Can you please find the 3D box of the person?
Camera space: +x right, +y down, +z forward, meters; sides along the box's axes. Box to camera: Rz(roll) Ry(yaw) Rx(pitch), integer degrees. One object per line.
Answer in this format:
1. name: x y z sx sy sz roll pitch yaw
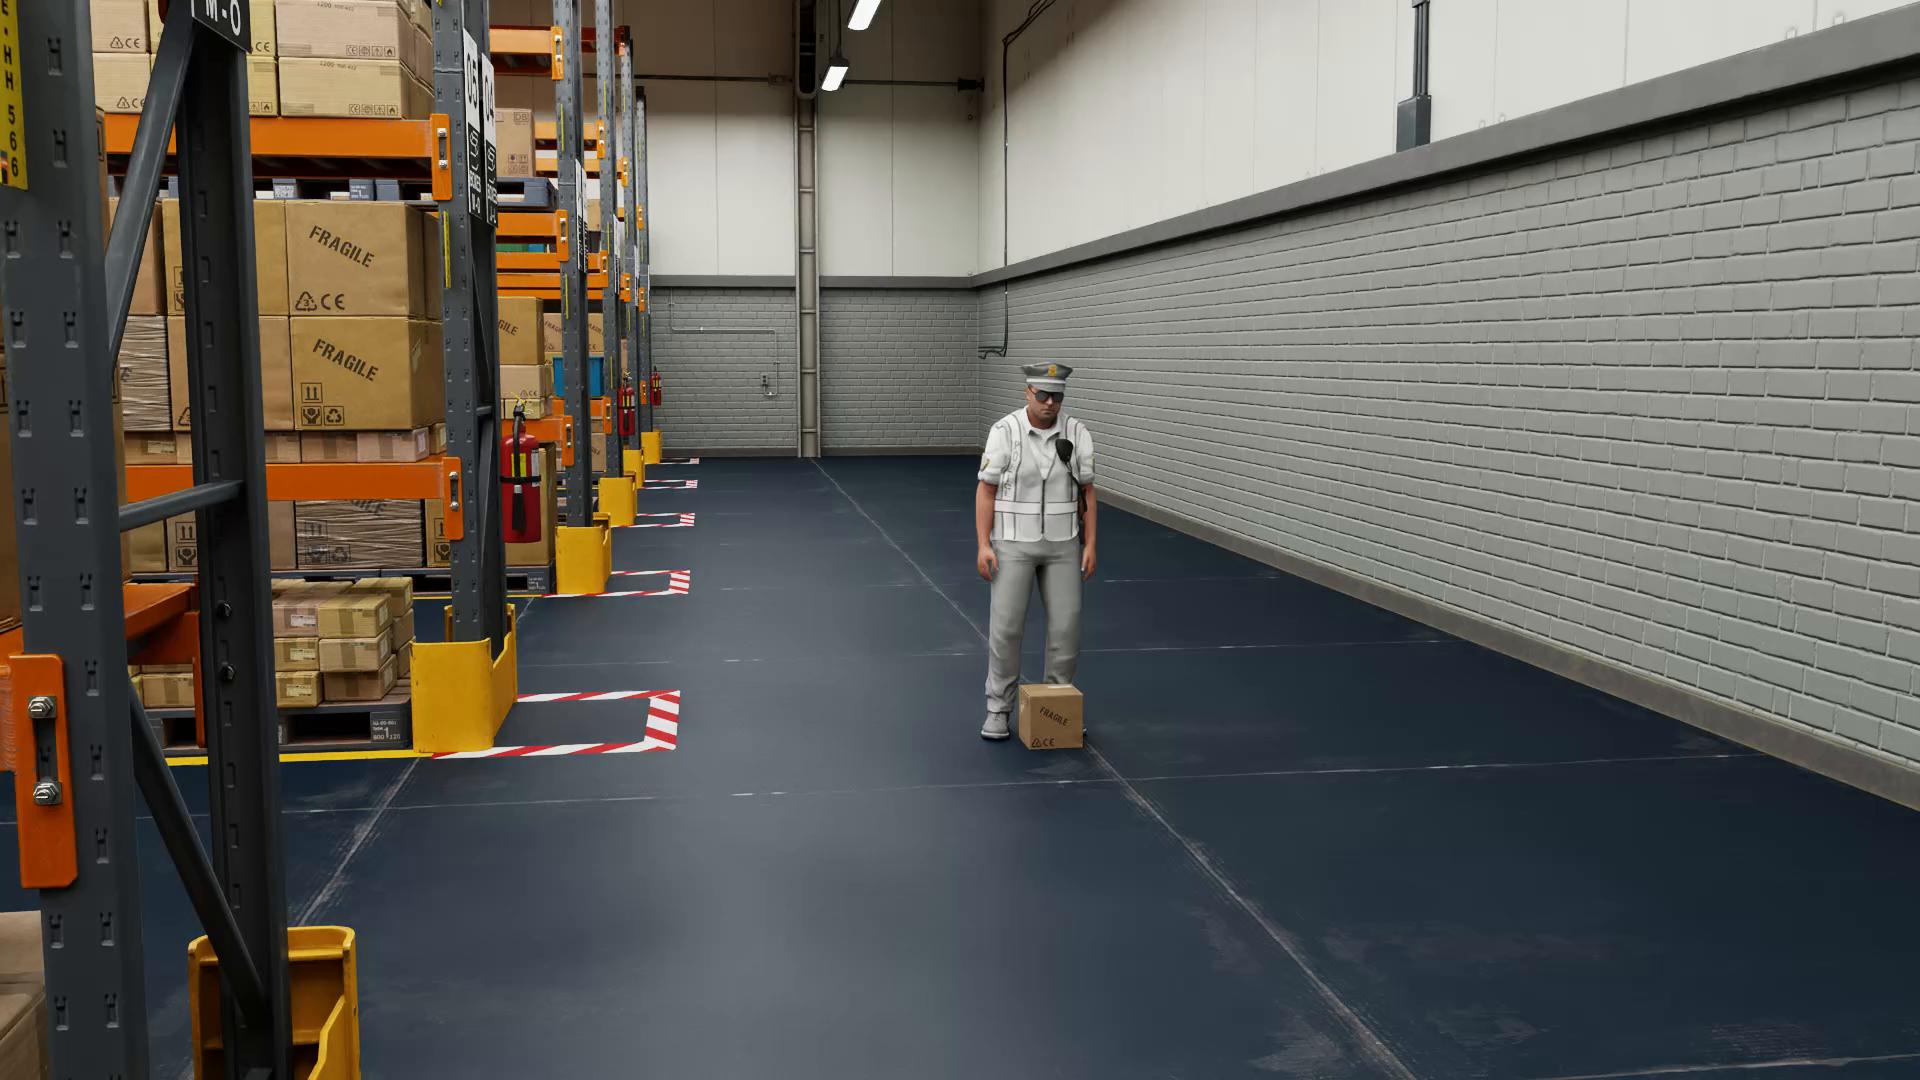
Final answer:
1. person: 0.362 0.037 7.852 0.585 1.747 0.439 -1 7 -9
